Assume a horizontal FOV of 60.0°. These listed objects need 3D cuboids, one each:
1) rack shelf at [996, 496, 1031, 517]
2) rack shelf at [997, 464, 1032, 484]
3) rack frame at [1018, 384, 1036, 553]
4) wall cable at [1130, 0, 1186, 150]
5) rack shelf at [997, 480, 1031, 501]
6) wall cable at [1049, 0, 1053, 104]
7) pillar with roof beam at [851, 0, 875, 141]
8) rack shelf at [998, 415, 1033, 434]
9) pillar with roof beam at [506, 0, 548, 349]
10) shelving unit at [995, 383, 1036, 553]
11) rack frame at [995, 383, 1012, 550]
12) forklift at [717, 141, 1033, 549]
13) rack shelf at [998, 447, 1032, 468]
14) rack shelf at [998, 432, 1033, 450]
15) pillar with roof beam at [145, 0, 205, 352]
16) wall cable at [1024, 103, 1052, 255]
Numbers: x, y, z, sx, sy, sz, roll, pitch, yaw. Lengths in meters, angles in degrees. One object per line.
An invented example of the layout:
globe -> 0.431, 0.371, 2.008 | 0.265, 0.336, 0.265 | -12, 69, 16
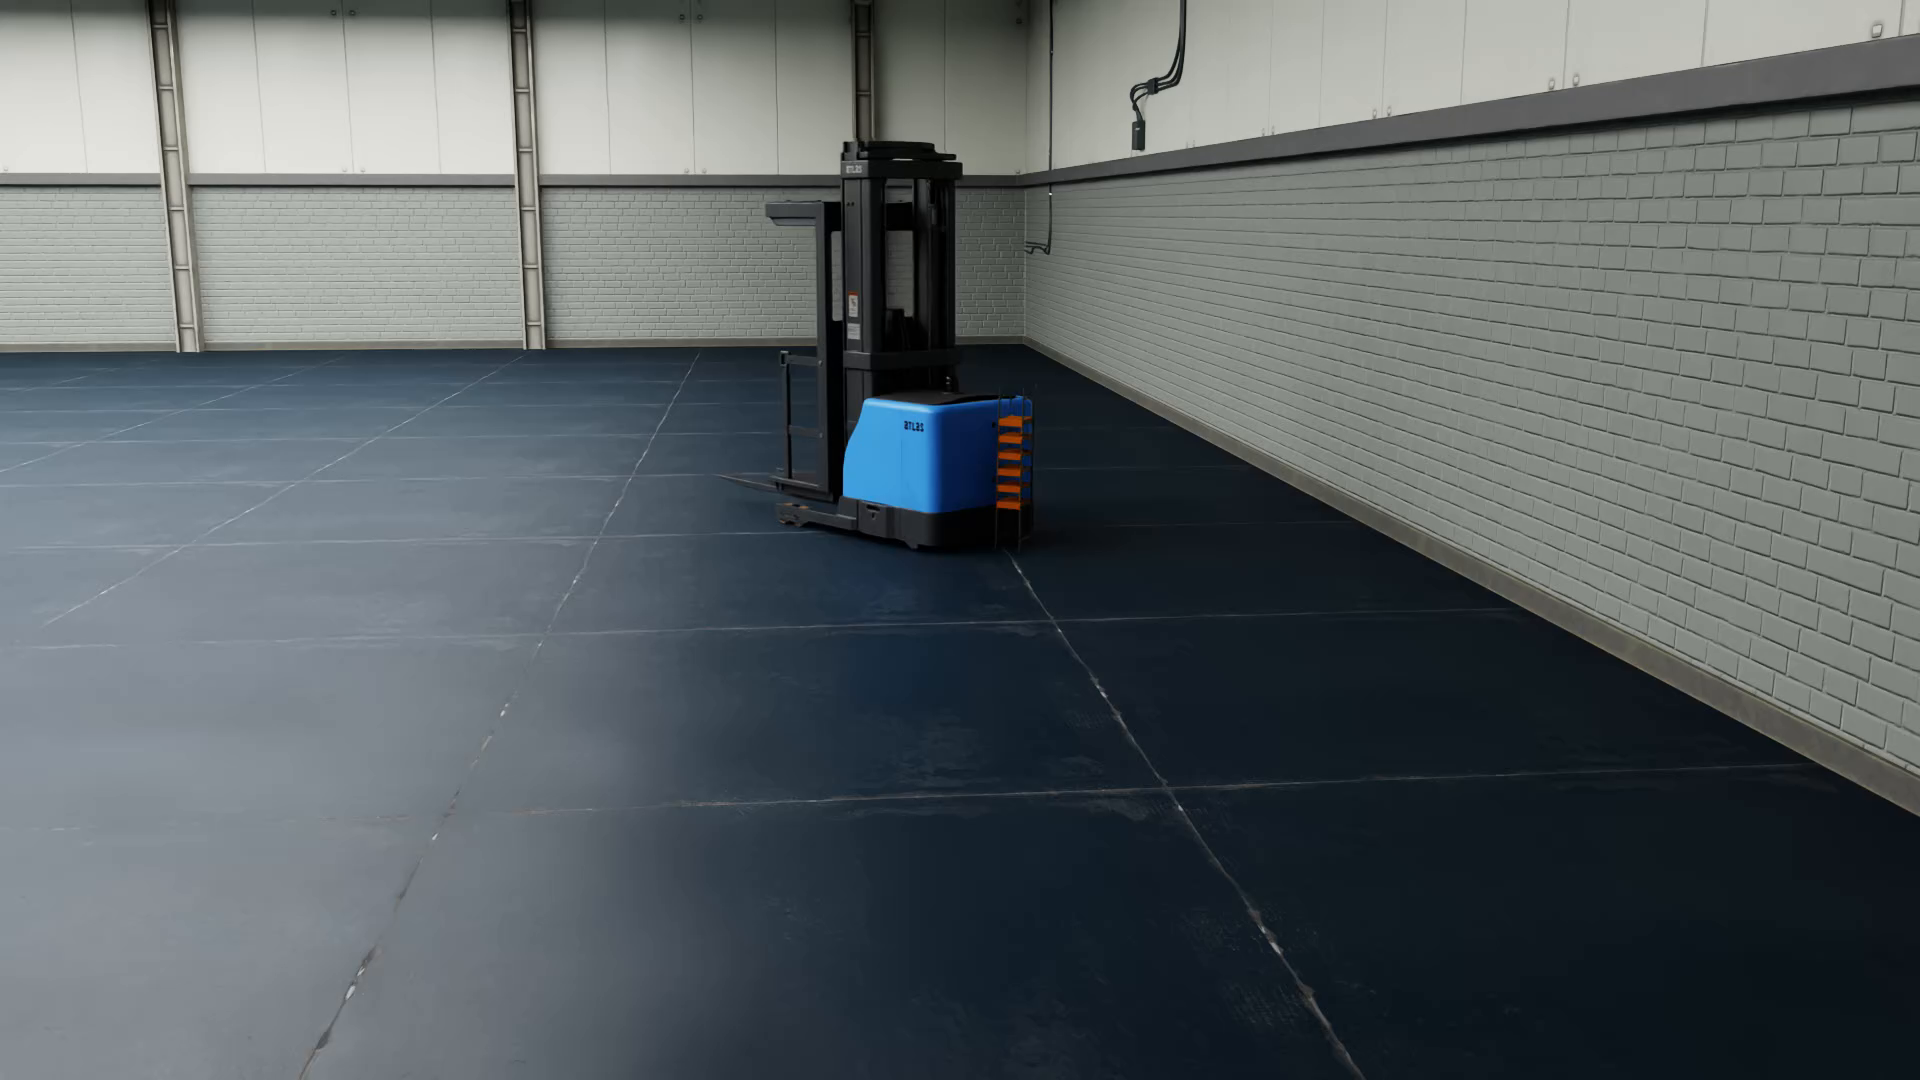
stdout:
rack shelf -> 0.395, -0.247, 12.125 | 0.180, 0.103, 0.258 | 6, 13, 22
rack shelf -> 0.400, -0.482, 12.077 | 0.180, 0.103, 0.258 | 6, 13, 22
rack frame -> 0.485, -0.516, 12.033 | 0.006, 1.200, 0.240 | 6, 13, 22
wall cable -> 2.338, -7.673, 19.403 | 0.169, 6.003, 2.305 | -1, 11, -6
rack shelf -> 0.398, -0.364, 12.101 | 0.180, 0.103, 0.258 | 6, 13, 22
wall cable -> 1.620, -8.261, 26.167 | 0.112, 2.526, 3.097 | -1, 11, -6
pillar with roof beam -> -1.278, -7.192, 25.772 | 0.548, 9.000, 9.100 | -1, 11, -6
rack shelf -> 0.408, -0.834, 12.005 | 0.180, 0.103, 0.258 | 6, 13, 22
pillar with roof beam -> -7.243, -7.067, 25.136 | 0.548, 9.000, 9.100 | -1, 11, -6
shelving unit -> 0.401, -0.525, 12.068 | 0.189, 1.200, 0.258 | 6, 13, 22
rack frame -> 0.317, -0.534, 12.103 | 0.006, 1.200, 0.240 | 6, 13, 22
forklift -> -0.812, -1.597, 13.042 | 1.130, 2.935, 3.031 | -10, 15, -41
rack shelf -> 0.403, -0.599, 12.053 | 0.180, 0.103, 0.258 | 6, 13, 22
rack shelf -> 0.405, -0.717, 12.029 | 0.180, 0.103, 0.258 | 6, 13, 22
pillar with roof beam -> -13.208, -6.942, 24.500 | 0.400, 9.000, 9.100 | -1, 11, -6
wall cable -> 1.328, -6.302, 29.293 | 0.112, 2.526, 3.097 | -1, 11, -6
